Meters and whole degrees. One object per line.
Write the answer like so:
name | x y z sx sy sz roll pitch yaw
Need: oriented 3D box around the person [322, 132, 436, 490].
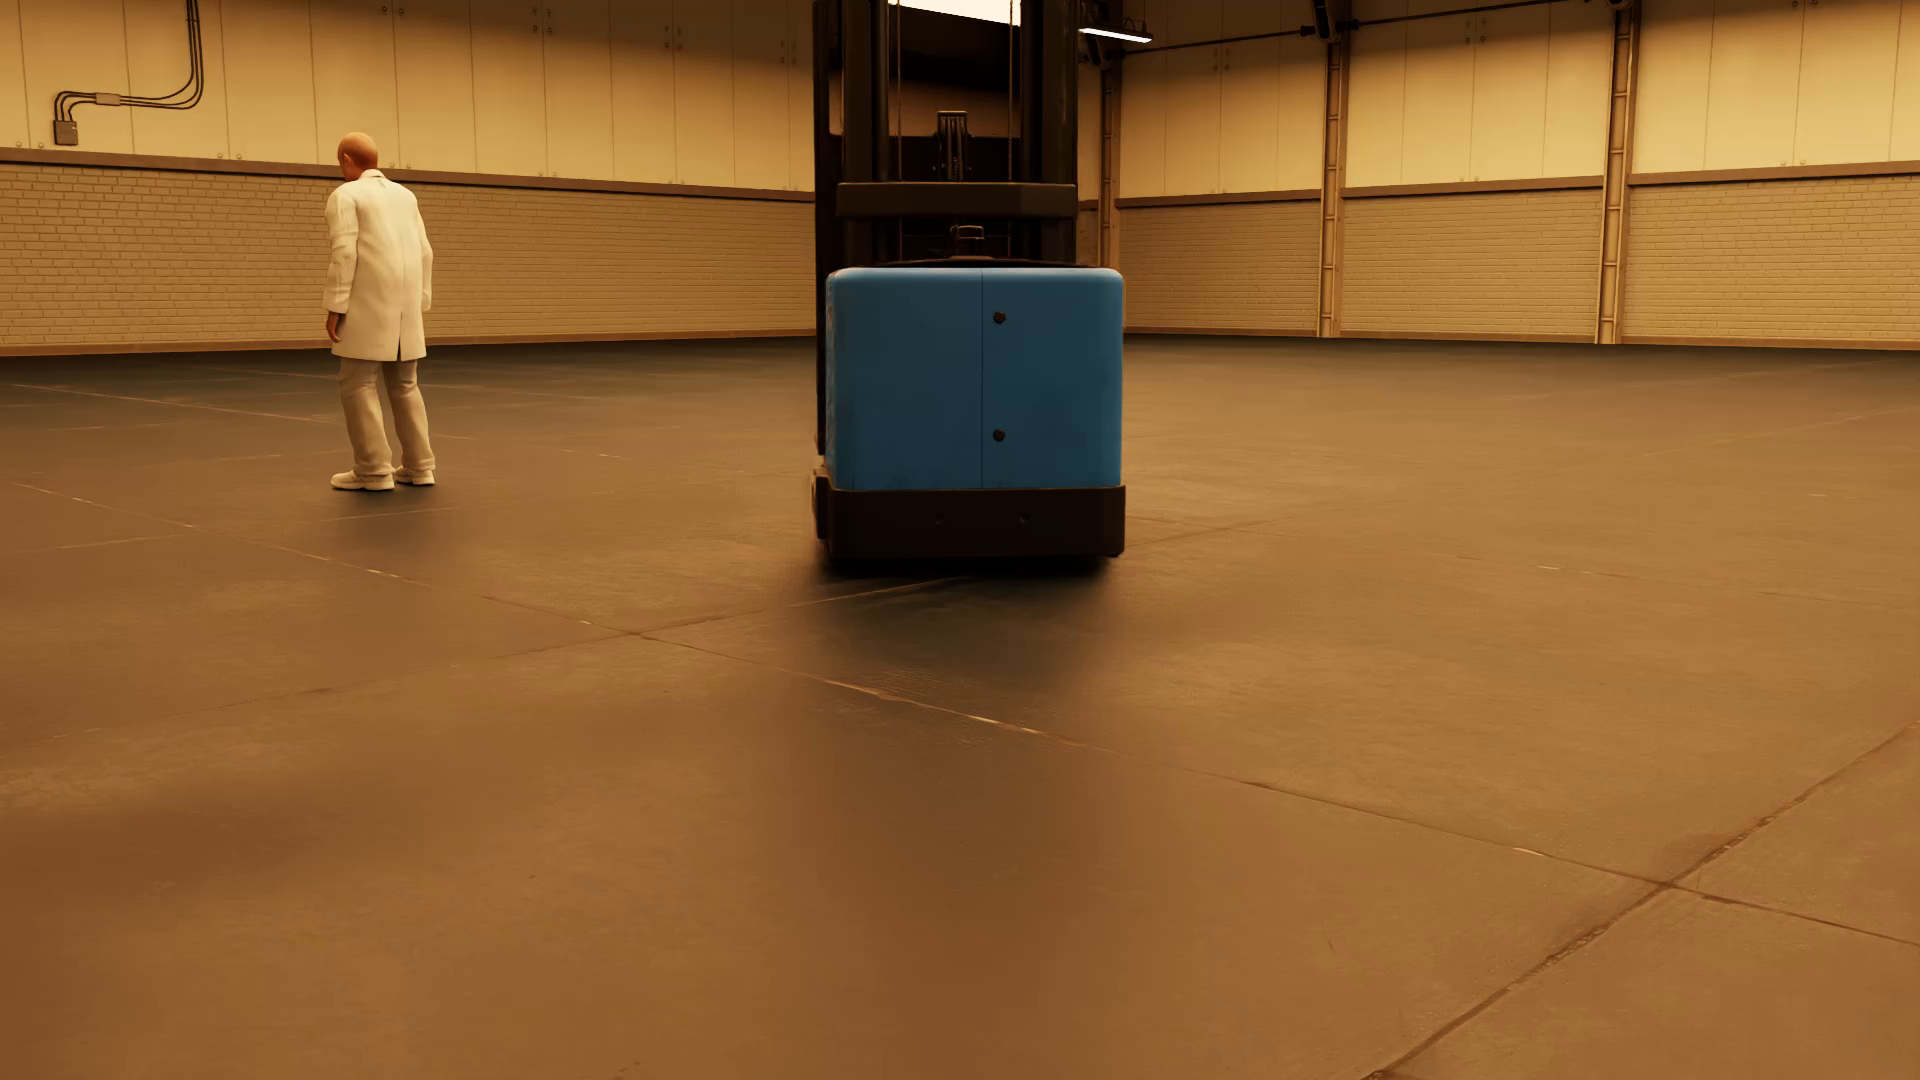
person | -2.939 -1.146 8.378 0.436 1.772 0.644 5 10 30

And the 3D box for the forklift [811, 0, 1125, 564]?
forklift | -0.087 -1.541 7.111 1.130 2.935 3.031 -1 9 -6
